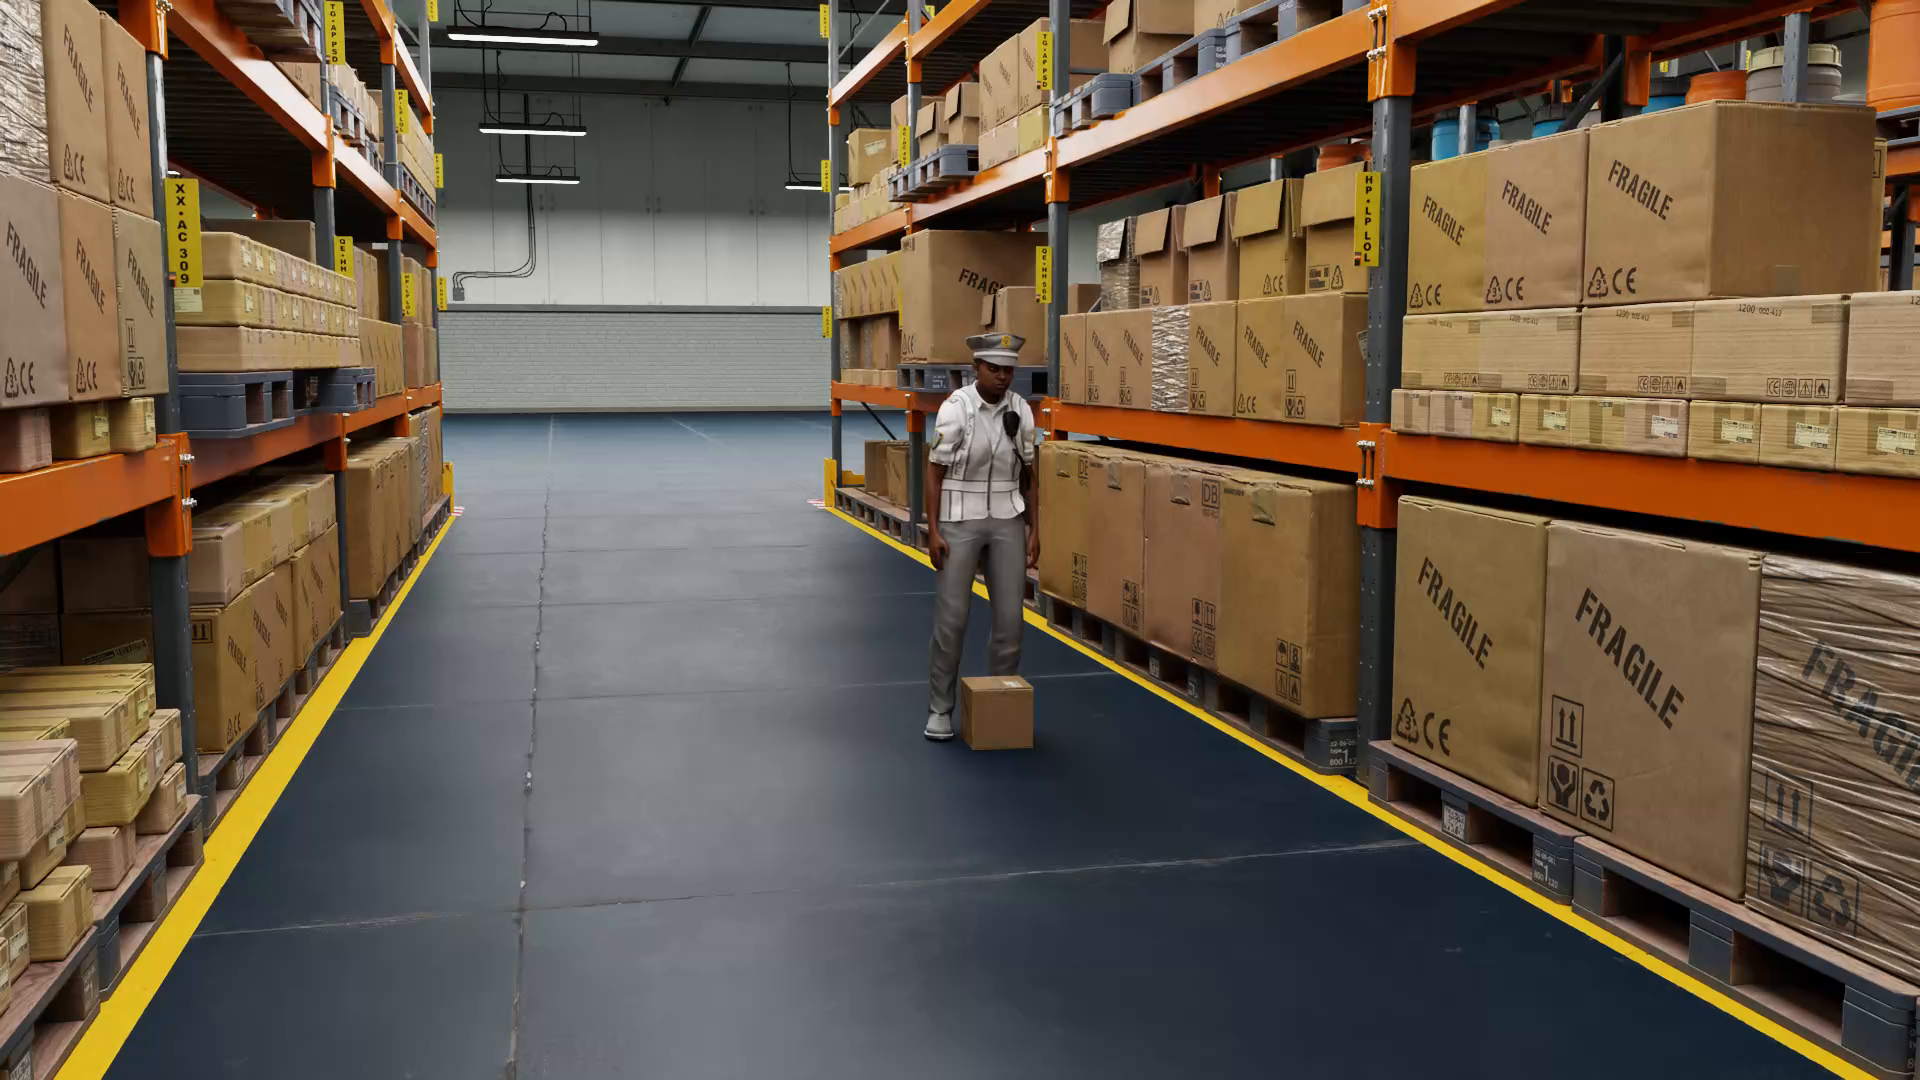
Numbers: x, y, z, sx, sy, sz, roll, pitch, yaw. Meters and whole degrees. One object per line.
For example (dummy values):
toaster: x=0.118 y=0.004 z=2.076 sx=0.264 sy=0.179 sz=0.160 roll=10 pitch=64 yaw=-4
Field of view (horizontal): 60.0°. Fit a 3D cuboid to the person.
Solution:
person: x=0.086 y=-0.024 z=6.906 sx=0.530 sy=1.659 sz=0.398 roll=-2 pitch=7 yaw=-17
